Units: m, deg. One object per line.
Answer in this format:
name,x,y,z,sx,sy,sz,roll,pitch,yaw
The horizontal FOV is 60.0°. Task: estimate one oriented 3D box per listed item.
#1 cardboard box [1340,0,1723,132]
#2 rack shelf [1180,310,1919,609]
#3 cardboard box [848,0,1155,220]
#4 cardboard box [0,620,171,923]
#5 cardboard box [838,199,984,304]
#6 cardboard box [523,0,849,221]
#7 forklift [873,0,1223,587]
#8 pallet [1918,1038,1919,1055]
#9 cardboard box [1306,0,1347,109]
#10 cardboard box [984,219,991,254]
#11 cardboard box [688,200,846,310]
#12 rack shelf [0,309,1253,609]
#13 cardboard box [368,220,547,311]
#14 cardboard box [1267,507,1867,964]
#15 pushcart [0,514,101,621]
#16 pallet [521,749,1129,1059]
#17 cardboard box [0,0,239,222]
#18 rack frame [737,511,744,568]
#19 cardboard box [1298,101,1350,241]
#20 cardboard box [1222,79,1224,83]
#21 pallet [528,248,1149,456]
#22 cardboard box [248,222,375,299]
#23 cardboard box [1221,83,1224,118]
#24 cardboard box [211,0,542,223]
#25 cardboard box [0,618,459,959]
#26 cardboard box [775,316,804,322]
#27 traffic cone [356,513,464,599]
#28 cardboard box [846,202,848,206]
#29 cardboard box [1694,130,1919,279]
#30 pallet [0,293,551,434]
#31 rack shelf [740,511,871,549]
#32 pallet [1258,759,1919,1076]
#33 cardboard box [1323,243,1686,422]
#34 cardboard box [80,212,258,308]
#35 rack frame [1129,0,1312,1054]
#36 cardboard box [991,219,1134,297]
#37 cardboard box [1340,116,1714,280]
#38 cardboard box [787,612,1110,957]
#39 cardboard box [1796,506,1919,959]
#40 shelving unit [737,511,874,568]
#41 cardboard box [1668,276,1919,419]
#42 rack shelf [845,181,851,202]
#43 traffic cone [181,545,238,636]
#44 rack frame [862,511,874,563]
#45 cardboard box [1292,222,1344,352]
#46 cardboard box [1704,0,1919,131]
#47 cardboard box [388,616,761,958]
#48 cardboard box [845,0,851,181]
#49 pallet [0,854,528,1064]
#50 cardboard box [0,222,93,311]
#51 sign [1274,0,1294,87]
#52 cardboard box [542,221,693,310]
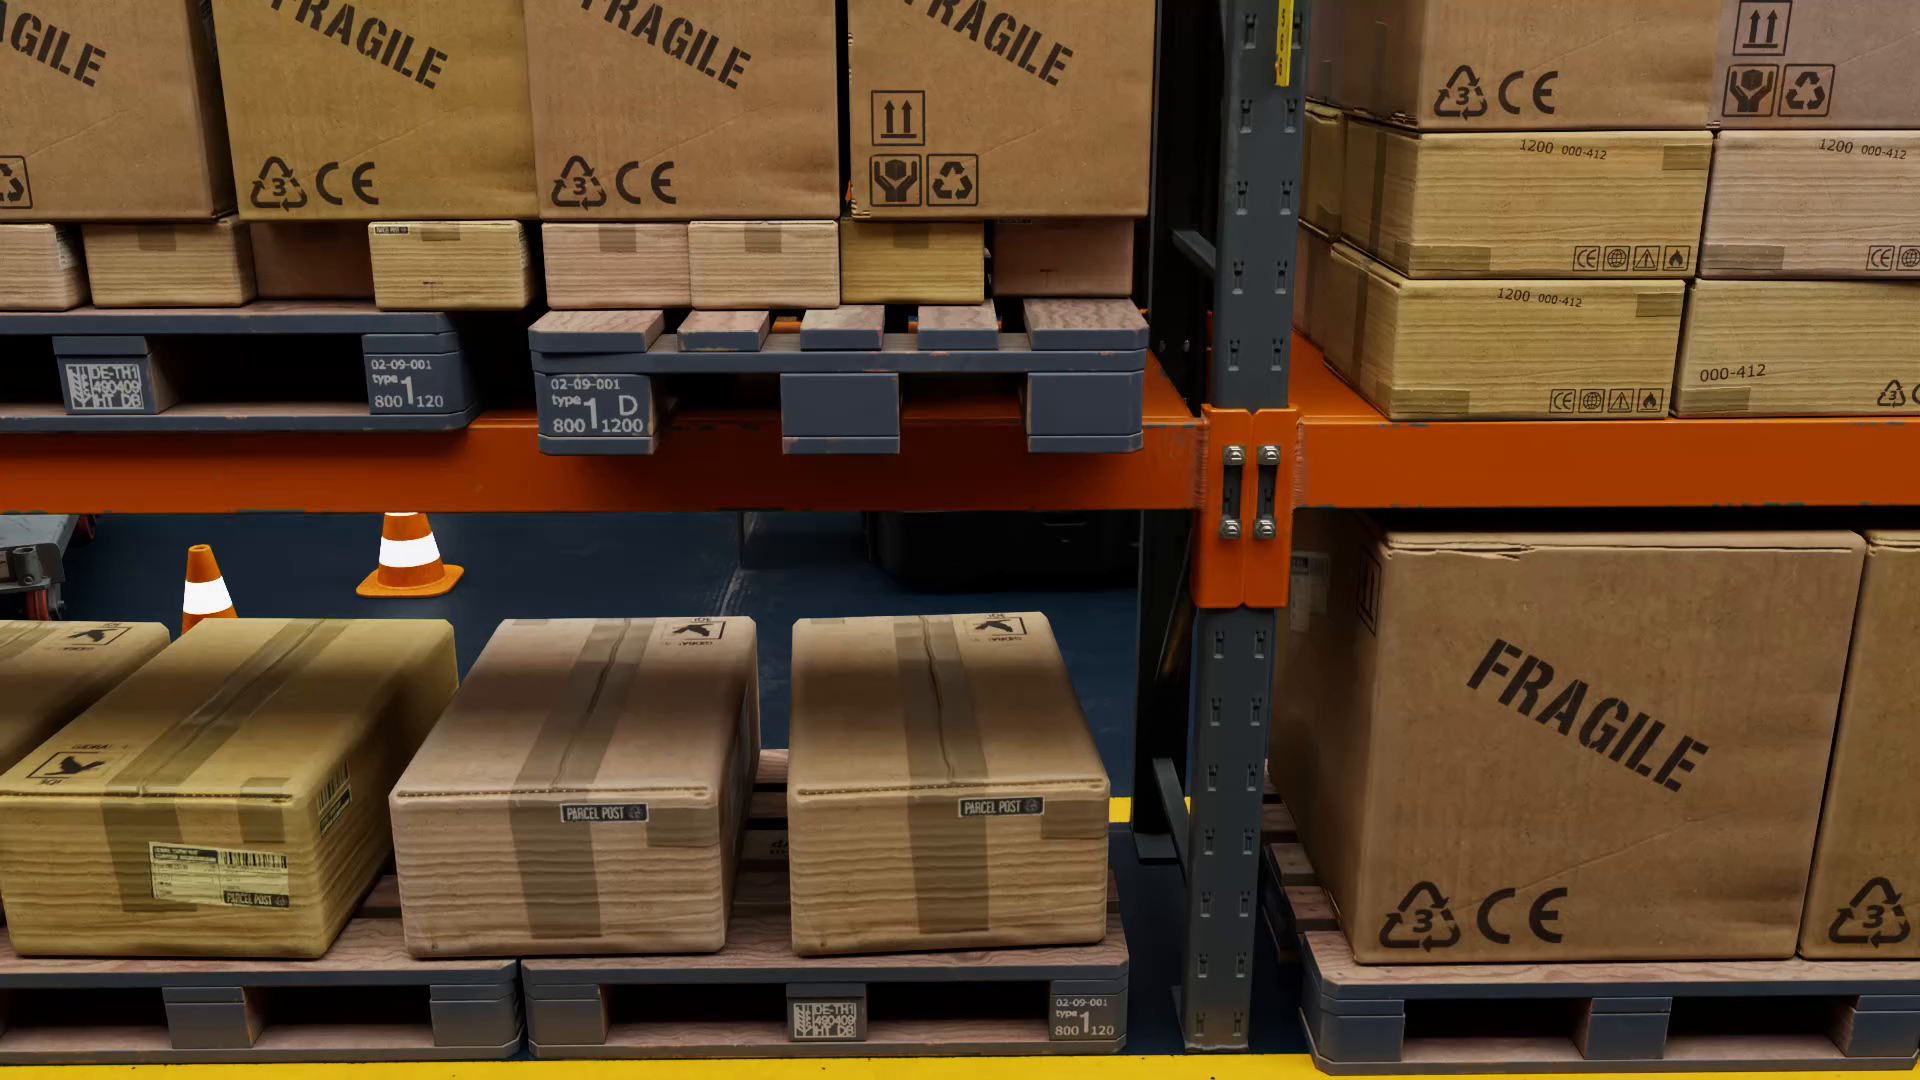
cardboard box,1.004,-1.002,2.959,0.500,0.500,0.500,-1,18,-3
rack shelf,2.507,-0.218,3.493,4.000,0.370,1.077,0,18,-1
cardboard box,0.057,-0.853,2.957,0.500,0.500,0.500,-1,18,-2
cardboard box,-2.249,0.512,3.654,0.625,0.372,0.950,1,18,3
cardboard box,-0.084,-0.534,3.025,0.250,0.149,0.380,0,18,0
cardboard box,-0.460,-0.847,2.938,0.500,0.500,0.500,-1,18,-2
forklift,1.174,-1.410,6.144,3.031,2.935,1.130,-2,18,-7
pallet,2.514,0.792,3.735,1.213,0.211,1.003,0,18,-1
cardboard box,1.020,-1.157,3.442,0.500,0.500,0.500,-1,18,-2
cardboard box,0.179,-0.686,3.499,0.250,0.149,0.380,-1,18,-4
cardboard box,-0.335,-0.519,2.979,0.250,0.149,0.380,0,18,-1
rack shelf,-1.492,-0.198,3.433,4.000,0.370,1.077,0,18,-1
cardboard box,-0.862,-0.515,2.965,0.250,0.149,0.380,0,18,0
cardboard box,1.199,0.283,3.545,0.875,0.875,0.875,0,18,-1
pushcart,-3.578,0.021,5.863,0.936,0.377,1.648,-7,19,-20
pallet,-0.274,0.781,3.769,1.213,0.211,1.003,0,18,-1
cardboard box,-1.510,-0.842,2.922,0.500,0.500,0.500,-1,18,-3
rack frame,-0.841,-0.954,6.085,0.015,2.100,0.400,-2,18,-7
cardboard box,0.988,-0.797,3.549,0.500,0.250,0.500,0,18,-1
cardboard box,1.353,-2.229,7.822,0.250,0.149,0.380,-1,18,-3
pallet,-0.204,-0.423,3.270,1.003,0.211,1.213,0,18,-1
cardboard box,-1.115,-0.552,3.081,0.250,0.149,0.380,0,18,0
cardboard box,1.317,-2.085,7.861,0.250,0.149,0.380,1,18,2
cardboard box,-0.964,-0.844,2.930,0.500,0.500,0.500,-1,18,-5
cardboard box,-1.554,0.508,3.666,0.625,0.372,0.950,0,18,1
cardboard box,-1.156,-1.210,8.404,0.750,0.750,1.050,0,18,0
traffic cone,-2.000,-0.064,5.988,0.334,0.463,0.336,0,18,-1
cardboard box,-0.873,-2.580,13.053,0.500,0.500,0.700,-2,18,-5
cardboard box,1.535,-0.646,3.079,0.500,0.250,0.500,0,18,0
pallet,-1.471,-0.437,3.313,1.213,0.211,1.003,0,18,-1
rack shelf,-0.599,-0.284,6.332,0.480,0.518,0.431,-2,18,-7
pallet,1.297,0.797,3.719,1.213,0.211,1.003,0,18,-1
cardboard box,1.001,-0.405,3.144,0.500,0.250,0.500,-1,18,-2
cardboard box,-1.365,-0.526,2.999,0.250,0.149,0.380,-1,18,-3
rack frame,0.507,-0.550,3.353,0.127,3.000,1.000,0,18,-1
cardboard box,0.183,-0.557,3.098,0.250,0.149,0.380,0,18,1
cardboard box,1.018,-0.644,3.072,0.500,0.250,0.500,0,18,-1
cardboard box,-0.058,0.500,3.691,0.625,0.372,0.950,-1,18,-5
cardboard box,2.091,0.280,3.554,0.875,0.875,0.875,0,18,0
shelving unit,-0.599,-0.964,6.114,0.503,2.100,0.431,-2,18,-7
cardboard box,1.514,-0.412,3.168,0.500,0.250,0.500,-1,18,-2
rack shelf,-1.672,-1.710,8.144,4.000,0.370,1.077,0,18,-1
traffic cone,-2.274,0.243,5.032,0.334,0.463,0.336,0,18,-1
rack frame,-0.357,-0.973,6.144,0.015,2.100,0.400,-2,18,-7
cardboard box,1.009,-0.561,3.631,0.500,0.250,0.500,-1,18,-3
cardboard box,1.500,-1.007,2.976,0.500,0.500,0.500,0,18,-1
cardboard box,-0.795,0.507,3.672,0.625,0.372,0.950,-1,18,-2
cardboard box,-0.467,-1.004,3.427,0.500,0.500,0.500,1,18,2
pallet,-1.491,0.786,3.753,1.213,0.211,1.003,0,18,-1
cardboard box,-1.631,-0.515,2.968,0.250,0.149,0.380,0,18,1
sign,0.525,-0.898,2.672,0.005,0.325,0.100,0,18,-1
cardboard box,-0.587,-0.520,2.983,0.250,0.149,0.380,-1,18,-3
